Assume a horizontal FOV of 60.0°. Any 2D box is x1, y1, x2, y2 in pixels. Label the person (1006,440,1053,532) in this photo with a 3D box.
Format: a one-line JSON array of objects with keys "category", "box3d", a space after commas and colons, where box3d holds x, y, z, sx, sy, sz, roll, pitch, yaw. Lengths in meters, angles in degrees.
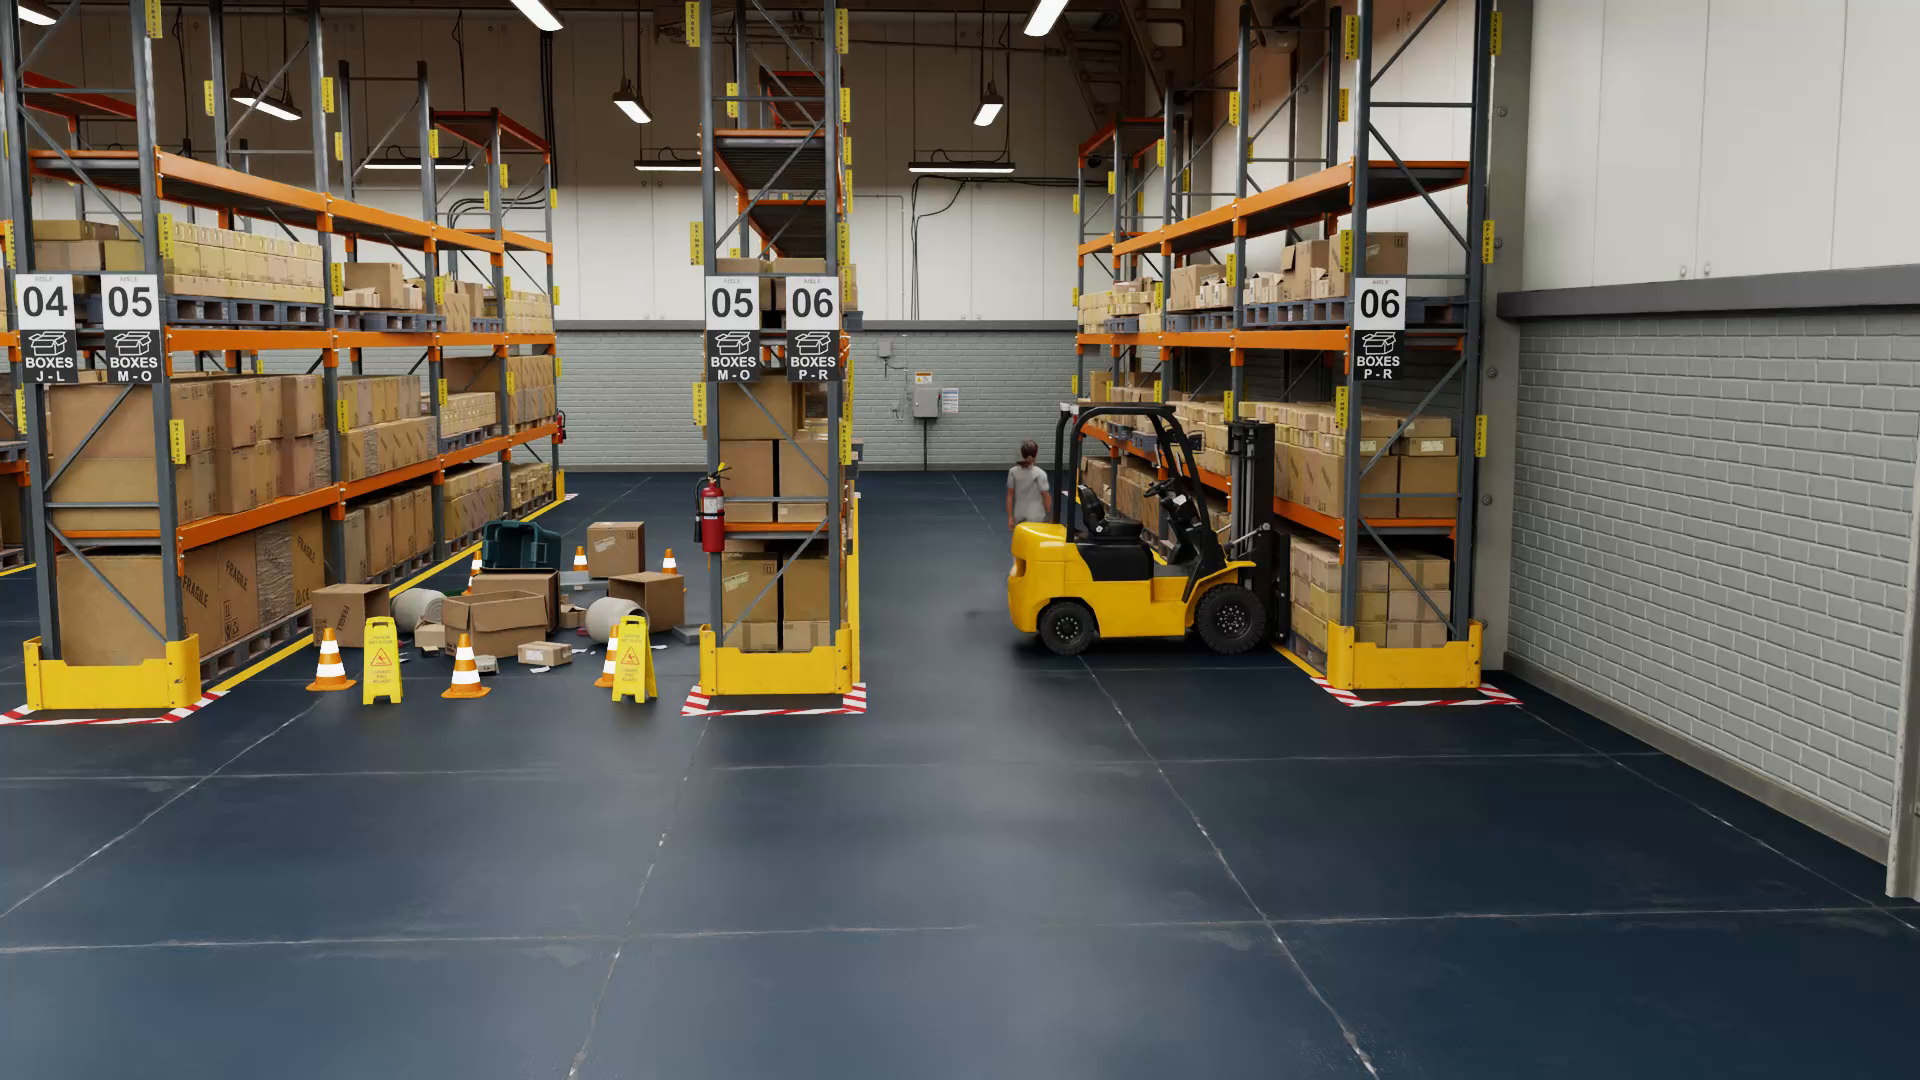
[{"category": "person", "box3d": [0.744, -0.204, 17.374, 0.458, 1.687, 0.467, 4, 8, 33]}]
